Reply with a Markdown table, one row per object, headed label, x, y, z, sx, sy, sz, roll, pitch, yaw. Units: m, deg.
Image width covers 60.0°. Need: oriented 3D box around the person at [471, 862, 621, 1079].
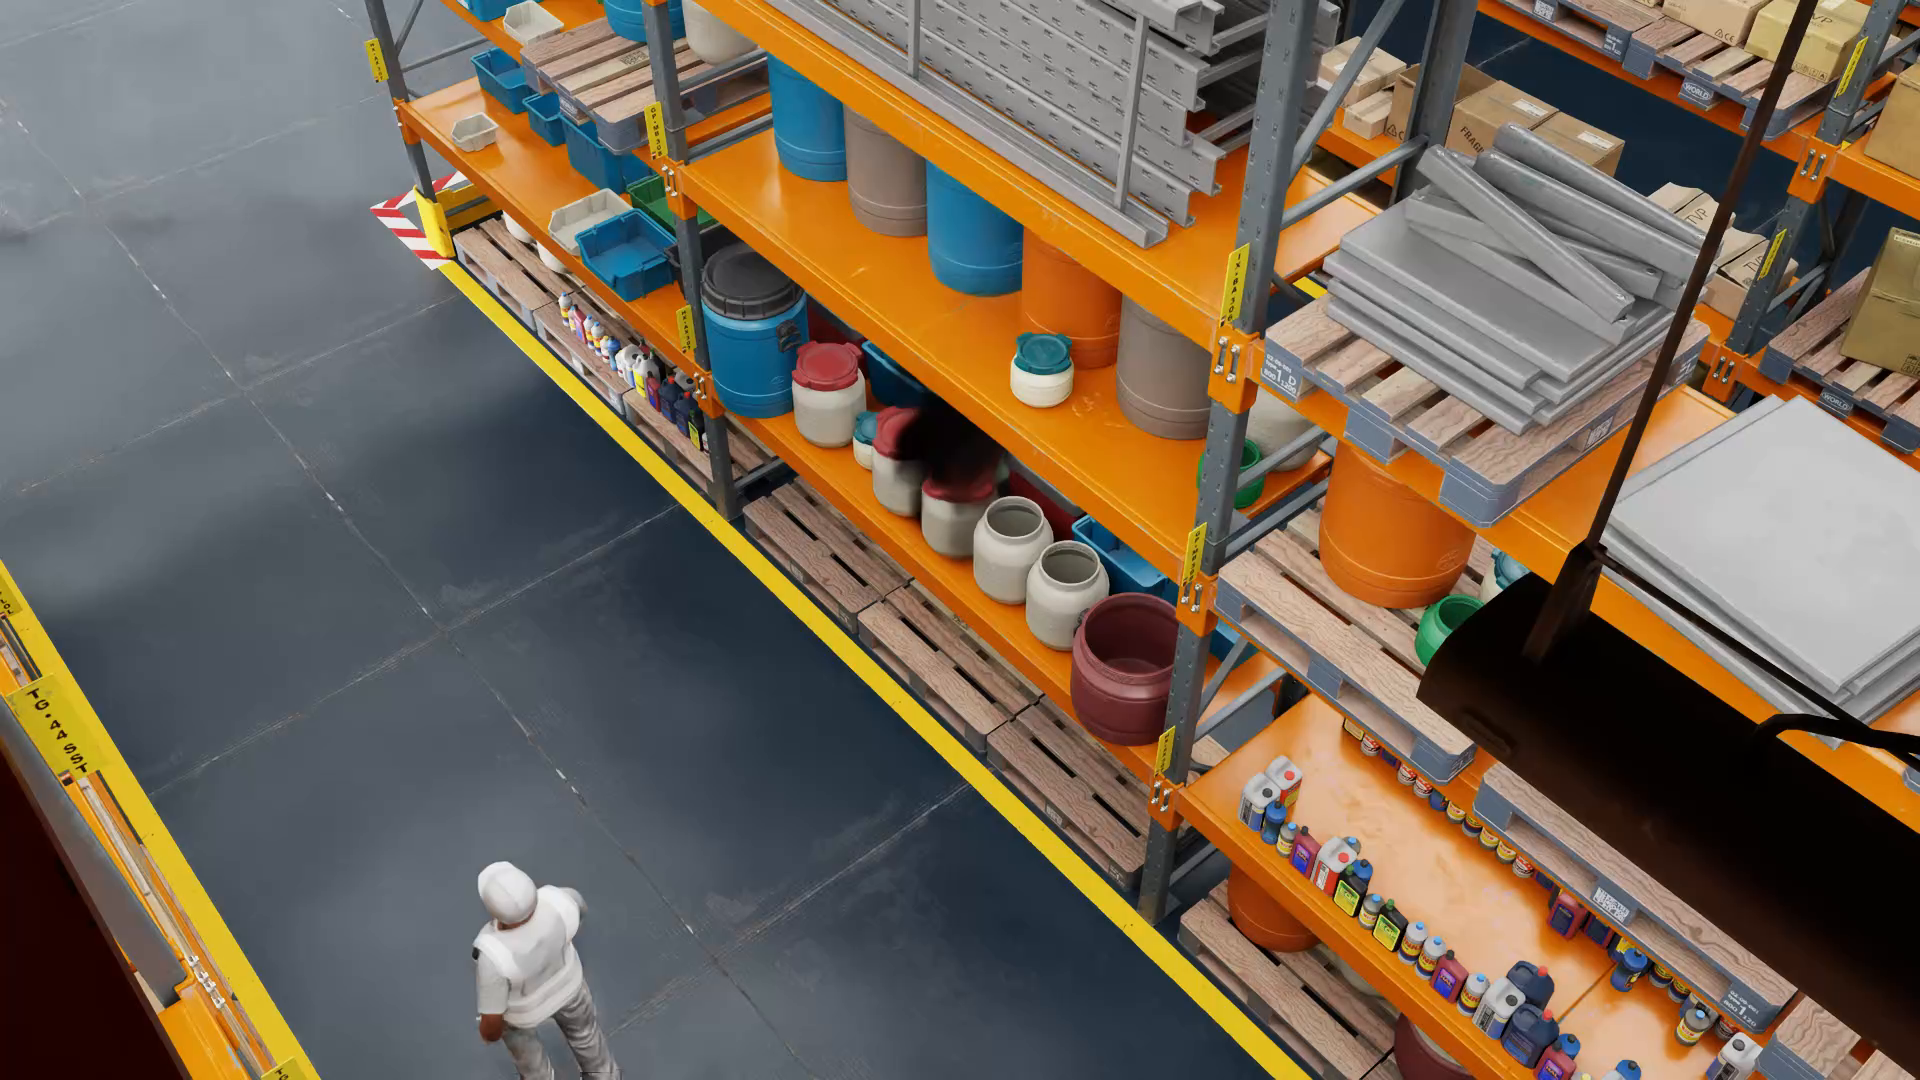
| label | x | y | z | sx | sy | sz | roll | pitch | yaw |
| --- | --- | --- | --- | --- | --- | --- | --- | --- | --- |
| person | -1.864 | 1.975 | 7.381 | 0.640 | 1.684 | 0.546 | -33 | 55 | -28 |
